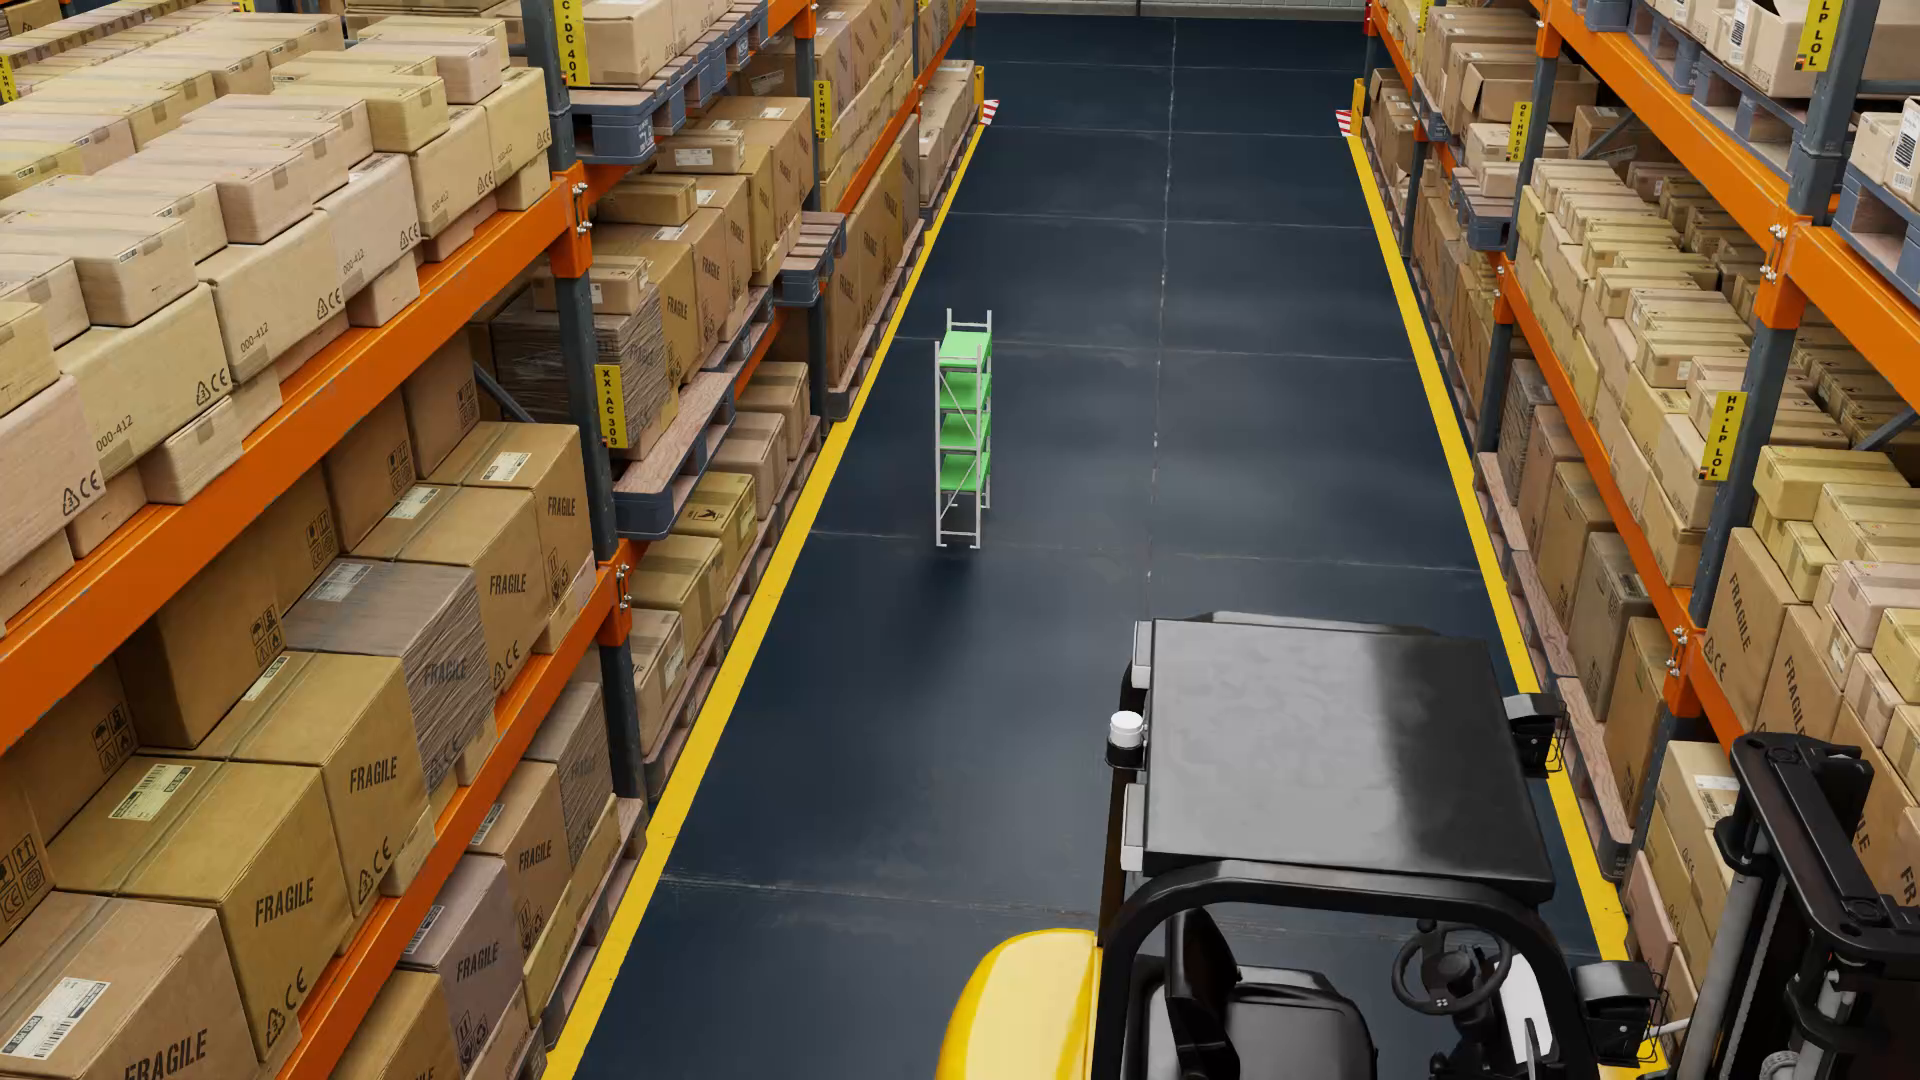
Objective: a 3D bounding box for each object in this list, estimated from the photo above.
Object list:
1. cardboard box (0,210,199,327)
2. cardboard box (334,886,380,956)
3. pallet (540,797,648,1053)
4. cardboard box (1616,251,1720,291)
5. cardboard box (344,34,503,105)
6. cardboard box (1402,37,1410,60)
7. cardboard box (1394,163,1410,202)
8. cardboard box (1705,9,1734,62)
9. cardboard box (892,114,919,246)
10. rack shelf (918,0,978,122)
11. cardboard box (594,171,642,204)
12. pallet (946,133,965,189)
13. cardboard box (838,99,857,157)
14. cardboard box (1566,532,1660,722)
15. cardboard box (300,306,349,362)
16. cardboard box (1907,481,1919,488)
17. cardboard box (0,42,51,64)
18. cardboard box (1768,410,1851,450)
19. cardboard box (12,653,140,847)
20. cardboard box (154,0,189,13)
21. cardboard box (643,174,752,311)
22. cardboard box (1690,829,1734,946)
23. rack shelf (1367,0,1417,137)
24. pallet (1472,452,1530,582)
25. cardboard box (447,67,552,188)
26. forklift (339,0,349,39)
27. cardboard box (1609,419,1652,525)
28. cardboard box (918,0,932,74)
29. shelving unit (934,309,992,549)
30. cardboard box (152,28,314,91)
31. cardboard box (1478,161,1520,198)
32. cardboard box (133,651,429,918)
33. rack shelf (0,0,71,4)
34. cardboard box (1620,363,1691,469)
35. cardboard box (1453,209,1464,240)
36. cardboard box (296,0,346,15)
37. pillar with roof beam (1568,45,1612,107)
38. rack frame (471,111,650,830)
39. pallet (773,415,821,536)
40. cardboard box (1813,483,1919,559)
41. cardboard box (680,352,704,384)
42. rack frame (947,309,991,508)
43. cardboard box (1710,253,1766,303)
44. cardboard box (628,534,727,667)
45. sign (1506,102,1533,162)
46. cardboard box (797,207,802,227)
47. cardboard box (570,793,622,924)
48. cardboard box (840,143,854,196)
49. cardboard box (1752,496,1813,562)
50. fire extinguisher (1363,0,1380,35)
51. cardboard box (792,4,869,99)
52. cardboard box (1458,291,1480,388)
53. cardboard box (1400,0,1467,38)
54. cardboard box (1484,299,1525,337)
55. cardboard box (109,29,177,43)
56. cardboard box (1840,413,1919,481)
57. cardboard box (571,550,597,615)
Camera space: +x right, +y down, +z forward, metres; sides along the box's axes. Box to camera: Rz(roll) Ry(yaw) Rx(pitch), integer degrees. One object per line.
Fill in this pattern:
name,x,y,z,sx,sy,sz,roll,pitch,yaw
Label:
cardboard box,-1.802,-0.555,3.378,0.380,0.149,0.250,4,29,8
cardboard box,-1.821,0.982,4.530,0.380,0.149,0.250,3,28,5
pallet,-1.865,1.413,6.405,1.003,0.211,1.213,3,28,6
cardboard box,3.184,-1.190,7.506,0.380,0.149,0.250,3,28,6
cardboard box,-1.595,-1.405,4.957,0.380,0.149,0.250,3,28,5
cardboard box,3.958,-4.158,14.069,0.380,0.149,0.250,3,28,5
cardboard box,3.910,-3.041,14.171,0.396,0.266,0.258,4,29,8
cardboard box,2.943,-1.820,6.021,0.380,0.149,0.250,3,28,6
cardboard box,-0.834,-2.852,13.178,0.875,0.875,0.875,4,29,8
rack shelf,-0.592,-4.523,15.242,1.077,0.370,4.000,3,28,6
cardboard box,-1.797,-1.446,7.910,0.500,0.500,0.500,2,28,4
pallet,-0.520,-3.600,15.710,1.003,0.211,1.213,3,28,6
cardboard box,-0.956,-2.637,10.614,0.500,0.250,0.500,4,29,7
cardboard box,3.265,0.403,7.400,0.875,0.625,0.625,3,28,6
cardboard box,-1.809,-0.576,4.259,0.380,0.149,0.250,4,29,7
cardboard box,3.426,-0.224,6.135,0.500,0.250,0.500,3,28,5
cardboard box,-6.518,-3.330,11.463,0.380,0.149,0.250,3,28,6
cardboard box,2.931,-0.350,5.947,0.380,0.149,0.250,4,29,8
cardboard box,-2.432,0.398,3.876,0.700,0.500,0.500,3,28,6
cardboard box,-6.295,-4.185,13.050,0.380,0.149,0.250,4,29,8
cardboard box,-1.288,-1.407,7.837,0.500,0.500,0.500,2,28,4
cardboard box,2.666,1.189,5.283,0.500,0.250,0.500,3,28,6
rack shelf,4.334,-4.237,14.710,1.077,0.370,4.000,3,28,6
pallet,3.460,-0.116,9.243,1.003,0.211,1.213,3,28,6
cardboard box,-1.605,-1.294,5.172,0.500,0.250,0.500,3,28,6
forklift,-3.219,-1.967,9.810,1.130,2.935,3.031,4,29,8
cardboard box,2.967,-0.270,6.746,0.500,0.250,0.500,3,28,6
cardboard box,-0.520,-4.148,13.682,0.500,0.500,0.500,4,29,8
shelving unit,0.020,-0.606,9.110,0.258,1.200,0.503,3,28,6
cardboard box,-2.183,-1.441,5.023,0.380,0.149,0.250,4,29,8
cardboard box,3.299,-2.135,9.872,0.380,0.149,0.250,4,29,7
cardboard box,-1.799,0.644,4.472,0.500,0.500,0.500,3,28,5
rack shelf,-10.428,-5.099,16.311,1.077,0.370,4.000,3,28,6
cardboard box,2.971,-0.489,6.626,0.500,0.250,0.500,3,28,5
cardboard box,3.684,-2.210,11.699,0.380,0.149,0.250,4,29,8
cardboard box,-5.452,-4.532,14.081,0.500,0.500,0.500,3,28,5
pillar with roof beam,0.797,-6.779,12.345,9.100,9.000,0.400,3,28,6
rack frame,-1.818,-0.133,6.334,1.000,3.000,0.127,3,28,6
pallet,-1.425,-0.420,9.808,1.003,0.211,1.213,3,28,6
cardboard box,2.851,-0.045,5.067,0.380,0.149,0.250,4,29,7
cardboard box,-1.365,-0.823,7.436,0.380,0.149,0.250,4,29,7
rack frame,0.050,-0.721,9.323,0.240,1.200,0.015,3,28,6
cardboard box,3.591,-1.170,7.470,0.380,0.149,0.250,4,29,8
cardboard box,-1.671,0.253,7.945,0.950,0.372,0.625,5,29,9
sign,3.060,-2.231,9.091,0.100,0.325,0.005,3,28,6
cardboard box,-1.095,-1.792,9.235,0.380,0.149,0.250,4,29,7
cardboard box,-1.623,1.187,6.341,0.500,0.250,0.500,5,29,9
cardboard box,-0.972,-2.408,10.716,0.500,0.250,0.500,3,28,5
cardboard box,2.809,-0.041,5.374,0.380,0.149,0.250,3,28,5
fire extinguisher,4.139,-5.393,16.572,0.296,0.674,0.183,3,28,6
cardboard box,-0.894,-3.195,10.858,0.500,0.500,0.500,4,29,8
cardboard box,3.509,-1.260,10.619,0.500,0.500,0.500,3,28,5
cardboard box,4.031,-4.402,14.102,0.500,0.250,0.500,3,28,6
cardboard box,3.408,-1.346,10.095,0.380,0.149,0.250,2,28,4
cardboard box,-5.810,-3.534,11.843,0.380,0.149,0.250,3,28,5
cardboard box,3.365,-0.329,5.908,0.380,0.149,0.250,3,28,5
cardboard box,-1.554,0.147,6.080,0.380,0.149,0.250,3,28,6
